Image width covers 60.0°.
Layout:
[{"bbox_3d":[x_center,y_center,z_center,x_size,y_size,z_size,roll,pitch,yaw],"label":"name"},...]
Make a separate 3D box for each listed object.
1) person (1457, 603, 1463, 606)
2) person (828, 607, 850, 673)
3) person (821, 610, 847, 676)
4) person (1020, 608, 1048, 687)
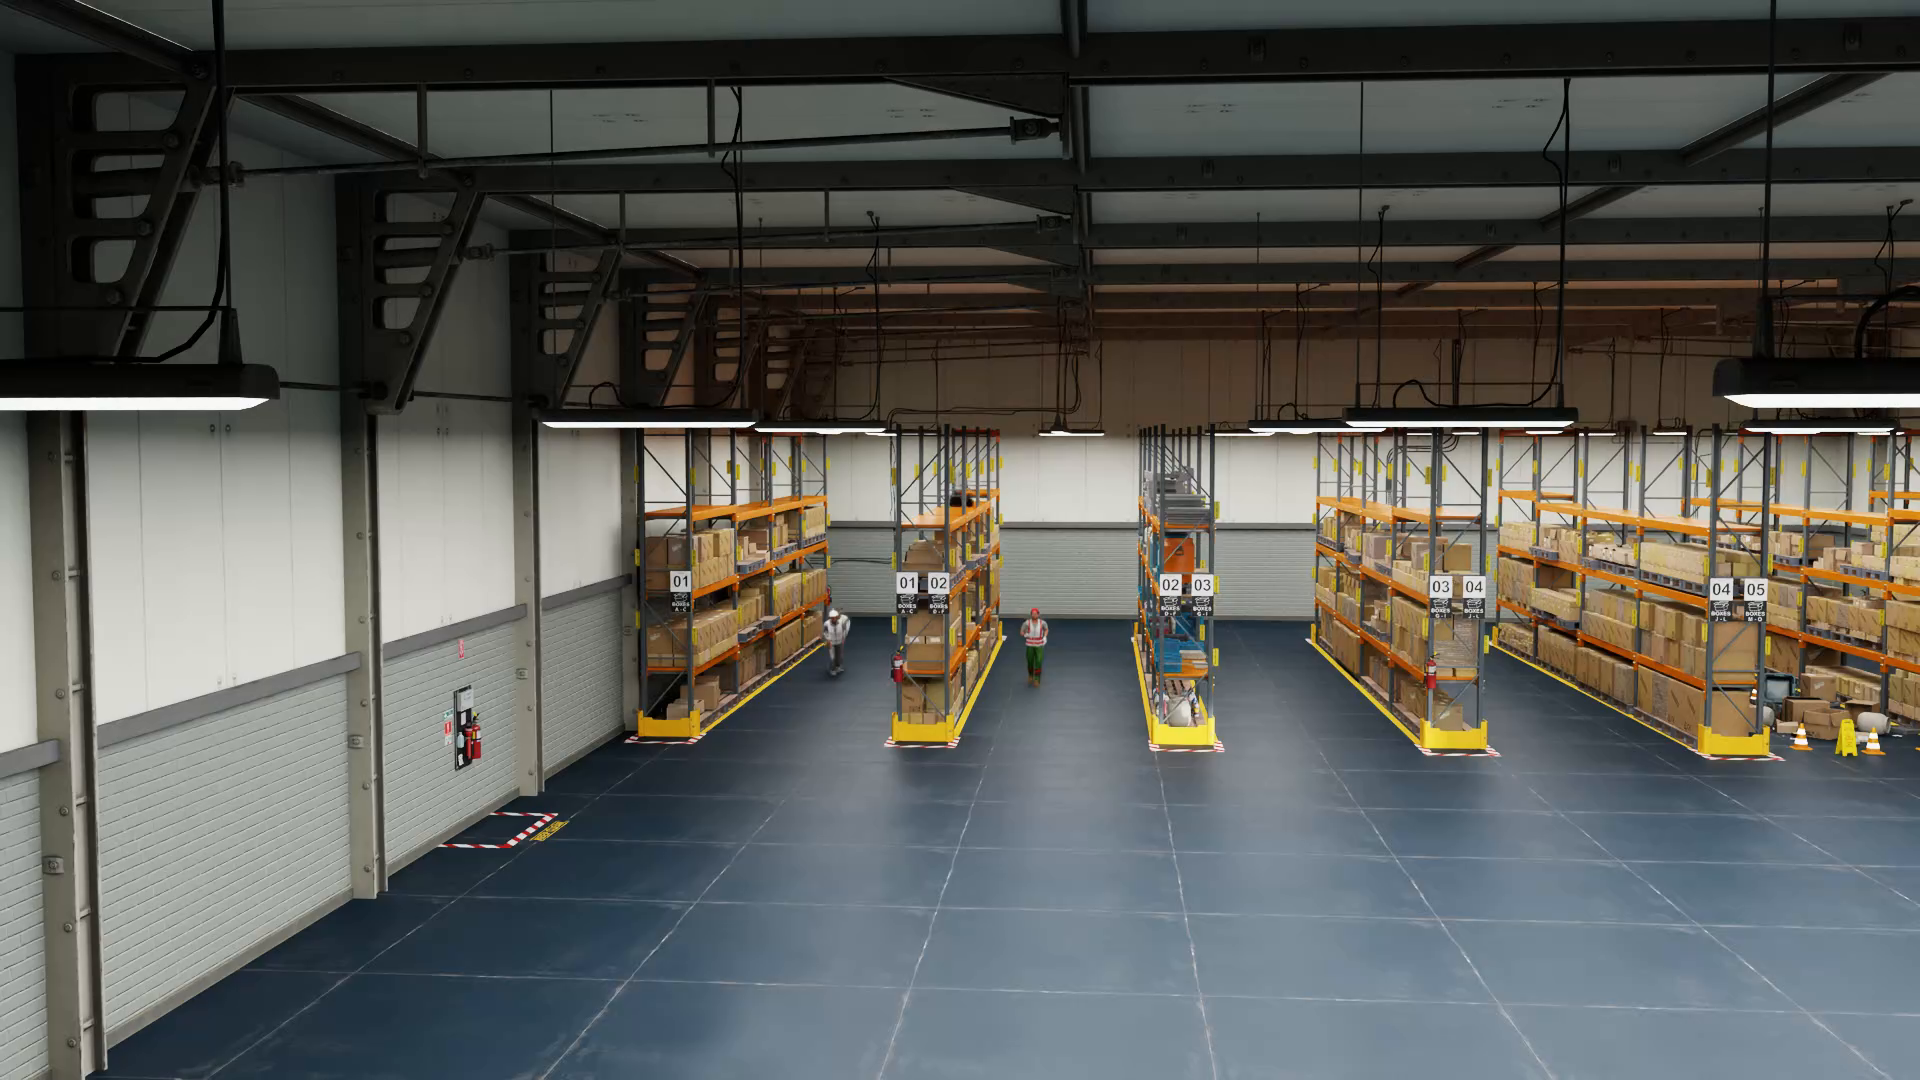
[{"bbox_3d":[13.341,2.242,44.382,0.526,1.528,0.731,1,4,19],"label":"person"},{"bbox_3d":[-3.032,2.439,41.079,0.642,1.639,0.968,-1,4,-13],"label":"person"},{"bbox_3d":[-3.033,2.466,40.140,0.666,1.631,0.908,-1,4,-22],"label":"person"},{"bbox_3d":[1.710,2.454,38.426,0.652,1.778,0.949,0,3,4],"label":"person"}]
